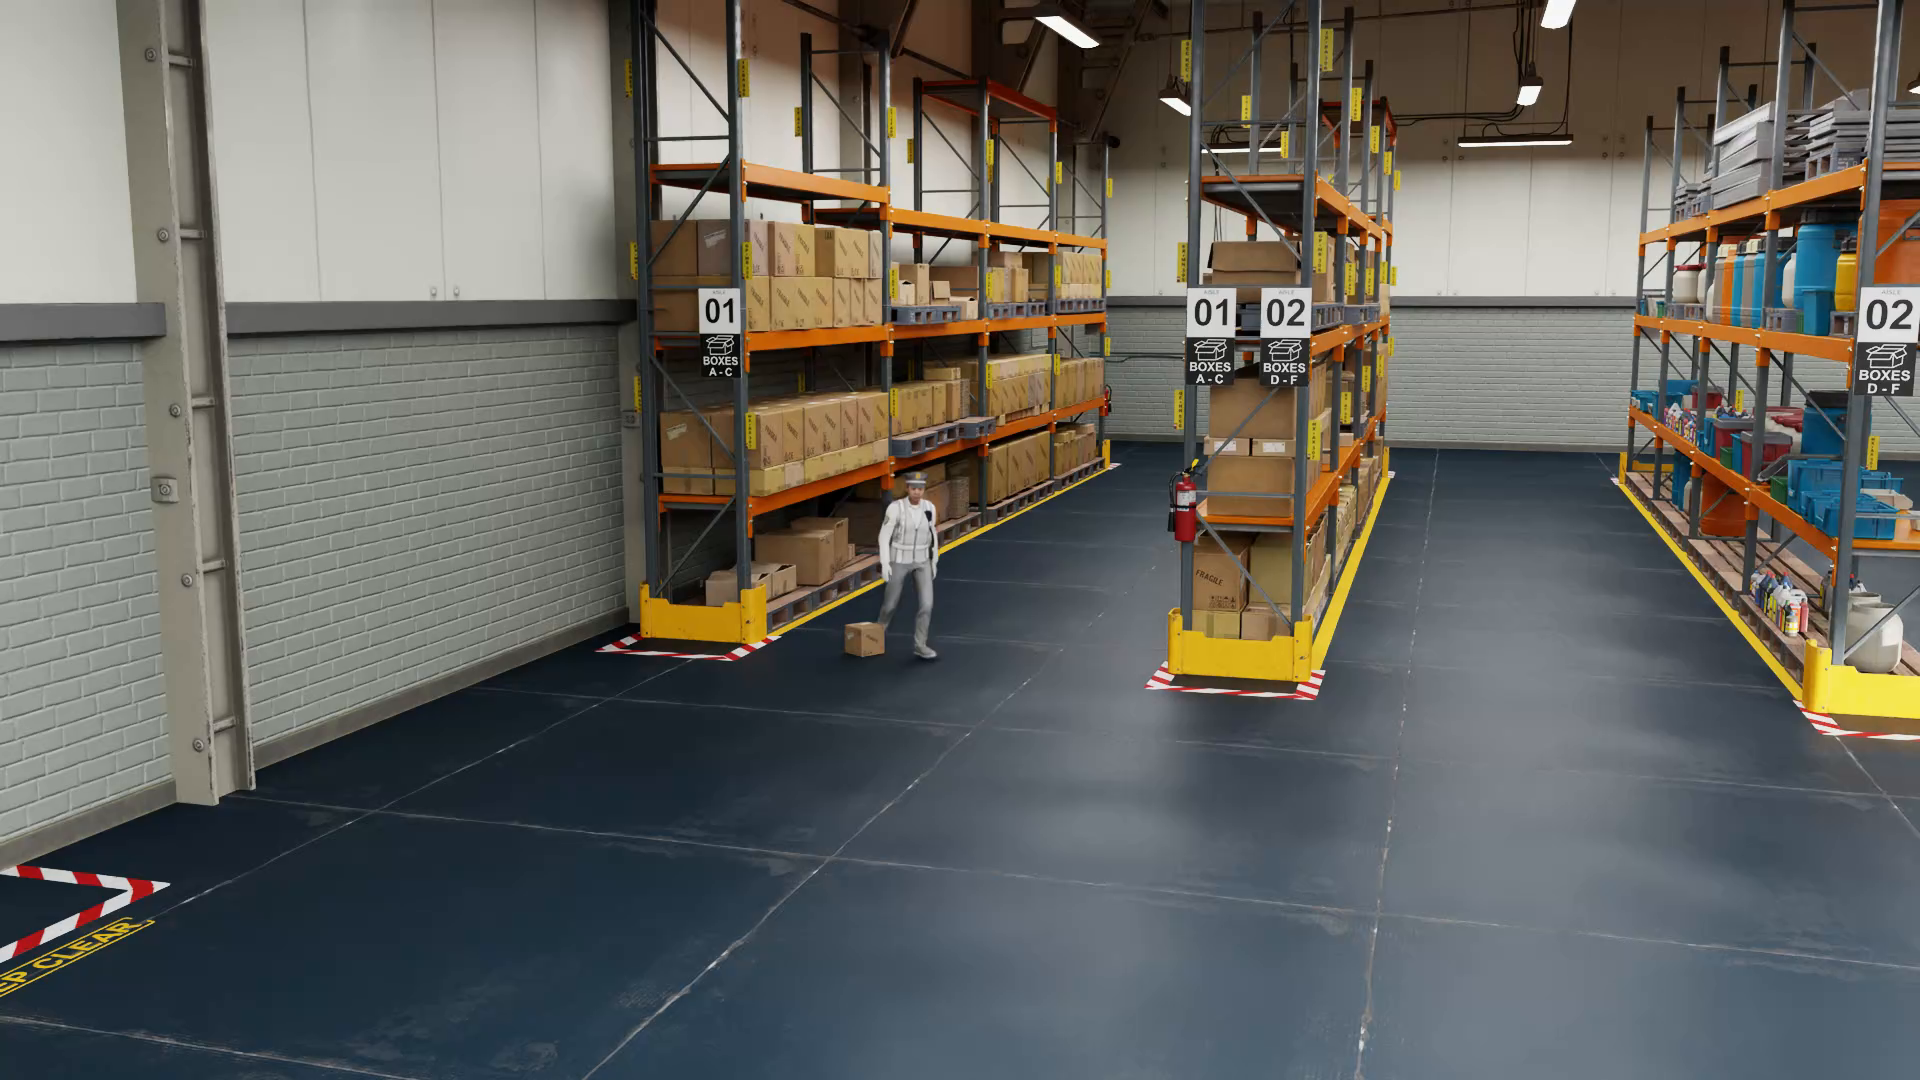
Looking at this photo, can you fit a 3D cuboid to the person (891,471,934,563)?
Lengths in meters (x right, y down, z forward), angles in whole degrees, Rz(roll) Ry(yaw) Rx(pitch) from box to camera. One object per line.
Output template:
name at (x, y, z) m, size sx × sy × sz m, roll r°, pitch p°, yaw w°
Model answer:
person at (-0.407, -0.211, 14.357) m, size 0.375 × 0.794 × 0.377 m, roll -3°, pitch 9°, yaw -17°
